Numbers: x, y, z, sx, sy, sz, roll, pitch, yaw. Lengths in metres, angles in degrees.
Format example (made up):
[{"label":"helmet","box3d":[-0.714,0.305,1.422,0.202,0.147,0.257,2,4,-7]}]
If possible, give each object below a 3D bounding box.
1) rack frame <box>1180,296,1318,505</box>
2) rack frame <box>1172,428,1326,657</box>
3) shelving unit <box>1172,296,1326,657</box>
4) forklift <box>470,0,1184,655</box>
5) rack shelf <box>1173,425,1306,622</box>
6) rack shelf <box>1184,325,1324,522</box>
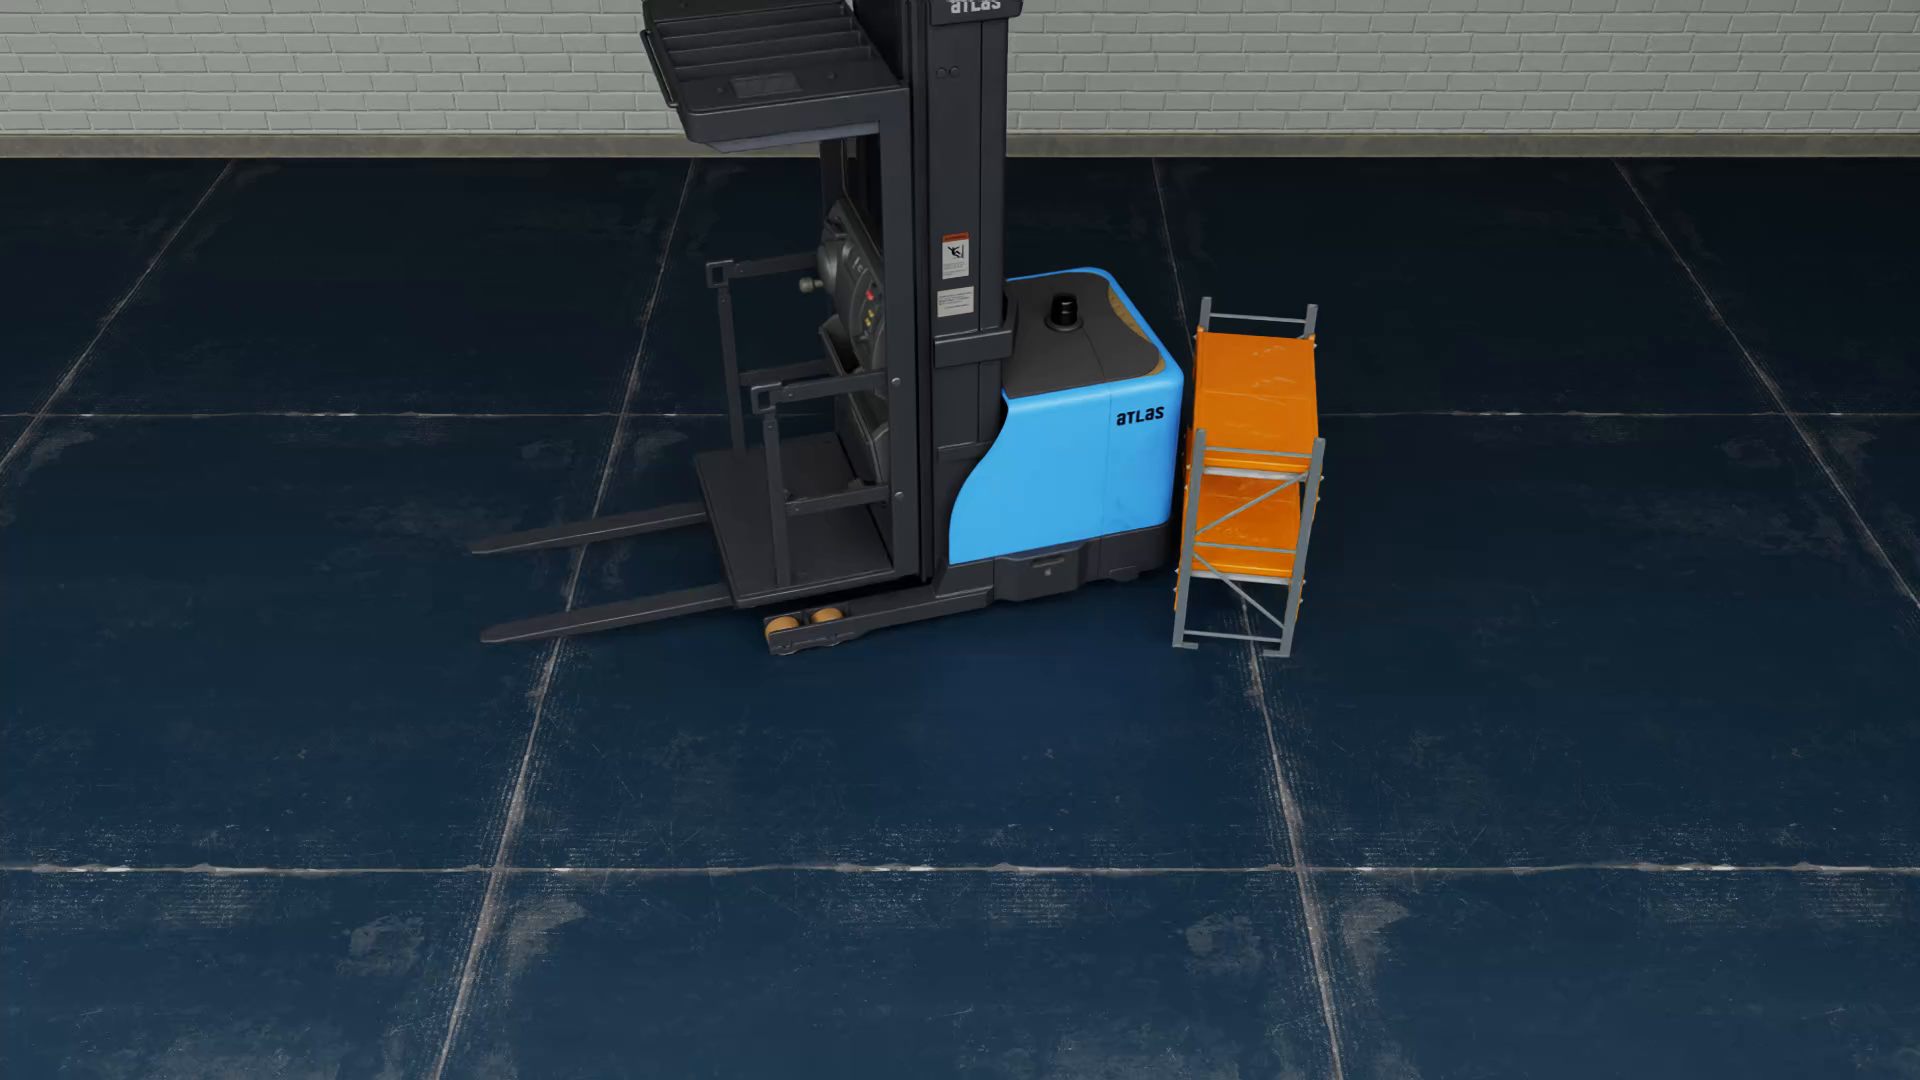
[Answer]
[{"label":"rack frame","box3d":[1.305,-0.597,7.595,0.500,1.125,0.032,5,39,6]},{"label":"rack frame","box3d":[1.166,0.033,6.809,0.500,1.125,0.032,5,39,6]},{"label":"shelving unit","box3d":[1.235,-0.282,7.202,0.538,1.125,1.048,5,39,6]},{"label":"forklift","box3d":[-0.624,-1.020,6.679,3.031,2.935,1.130,-11,40,-13]},{"label":"rack shelf","box3d":[1.235,-0.091,7.355,0.538,0.278,1.000,5,39,6]},{"label":"rack shelf","box3d":[1.236,-0.510,7.019,0.538,0.278,1.000,5,39,6]}]
